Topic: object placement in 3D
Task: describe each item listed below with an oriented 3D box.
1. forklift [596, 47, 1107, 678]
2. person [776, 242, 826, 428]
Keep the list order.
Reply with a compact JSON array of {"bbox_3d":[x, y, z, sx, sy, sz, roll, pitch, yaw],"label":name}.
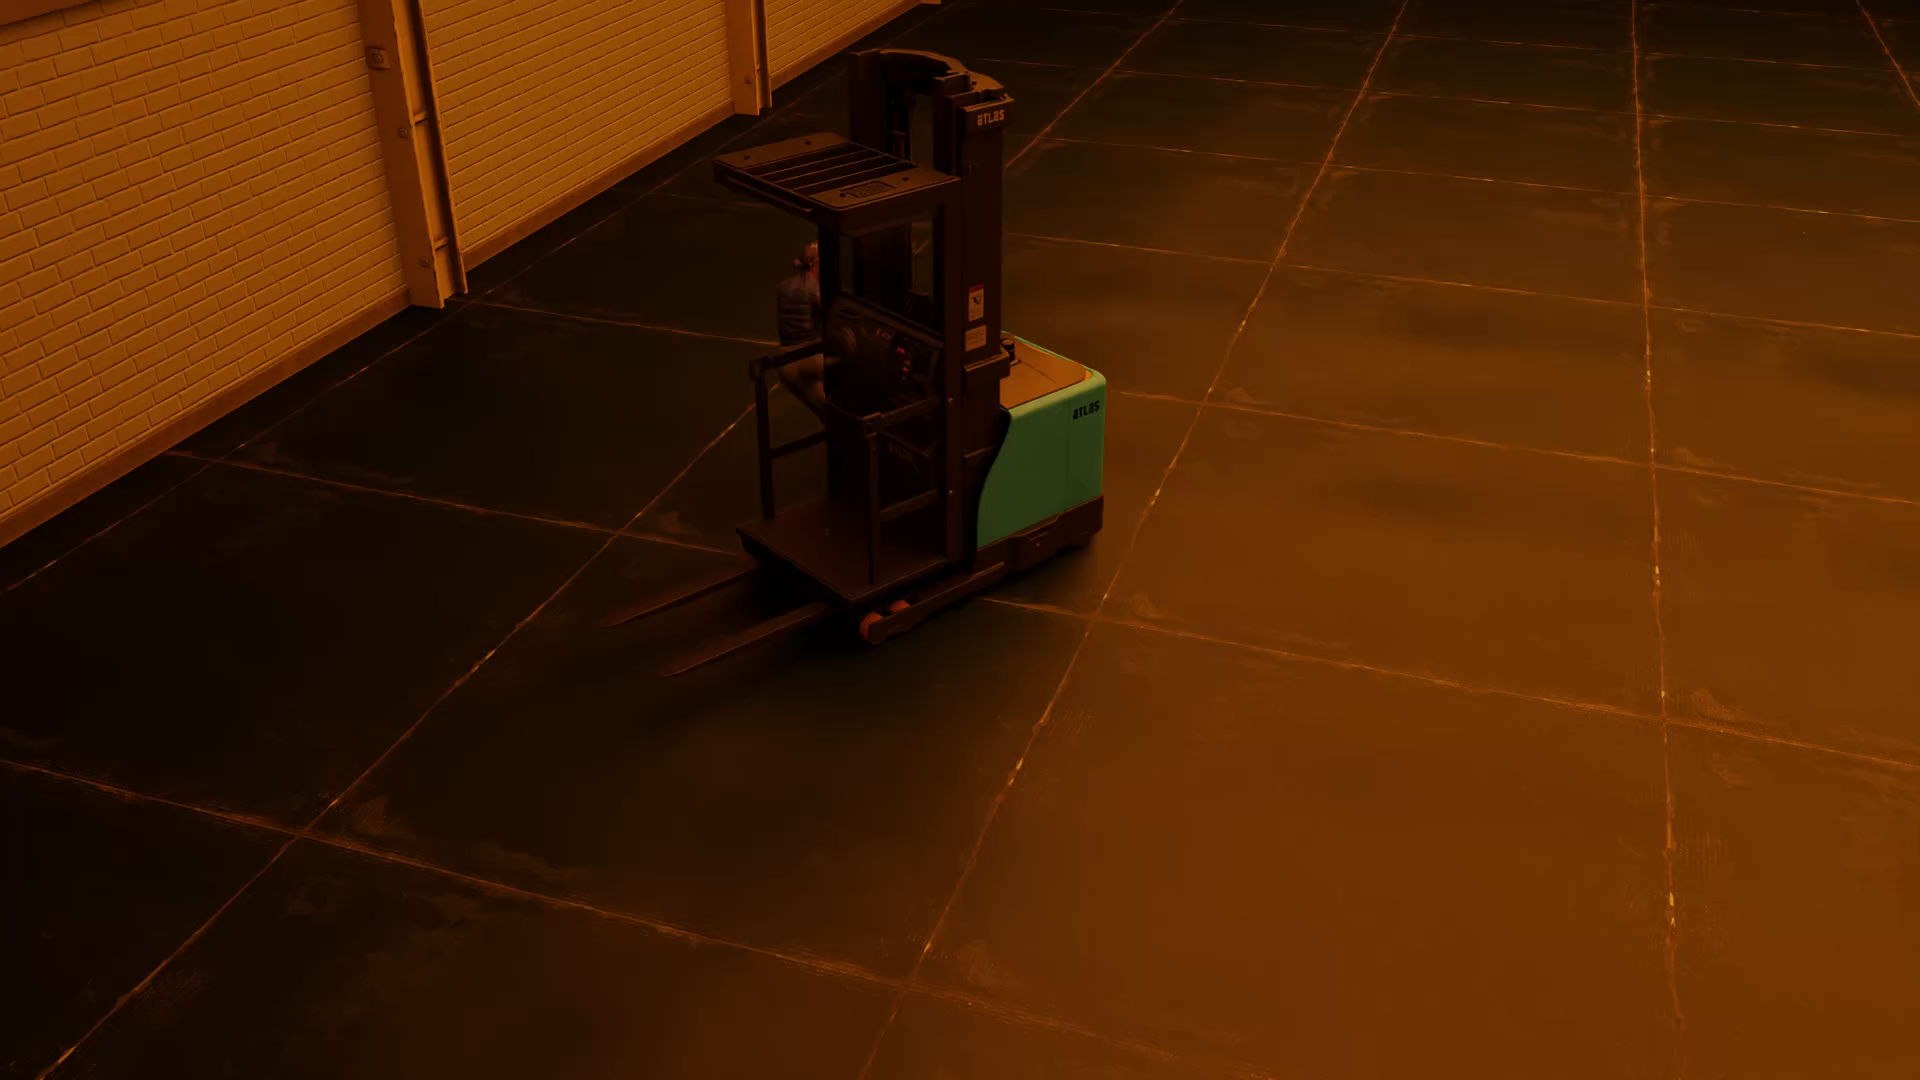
[{"bbox_3d":[-0.579,-0.997,8.886,3.031,2.935,1.130,-23,37,-35],"label":"forklift"},{"bbox_3d":[-0.805,-1.216,10.794,0.909,1.418,0.858,9,31,16],"label":"person"}]
